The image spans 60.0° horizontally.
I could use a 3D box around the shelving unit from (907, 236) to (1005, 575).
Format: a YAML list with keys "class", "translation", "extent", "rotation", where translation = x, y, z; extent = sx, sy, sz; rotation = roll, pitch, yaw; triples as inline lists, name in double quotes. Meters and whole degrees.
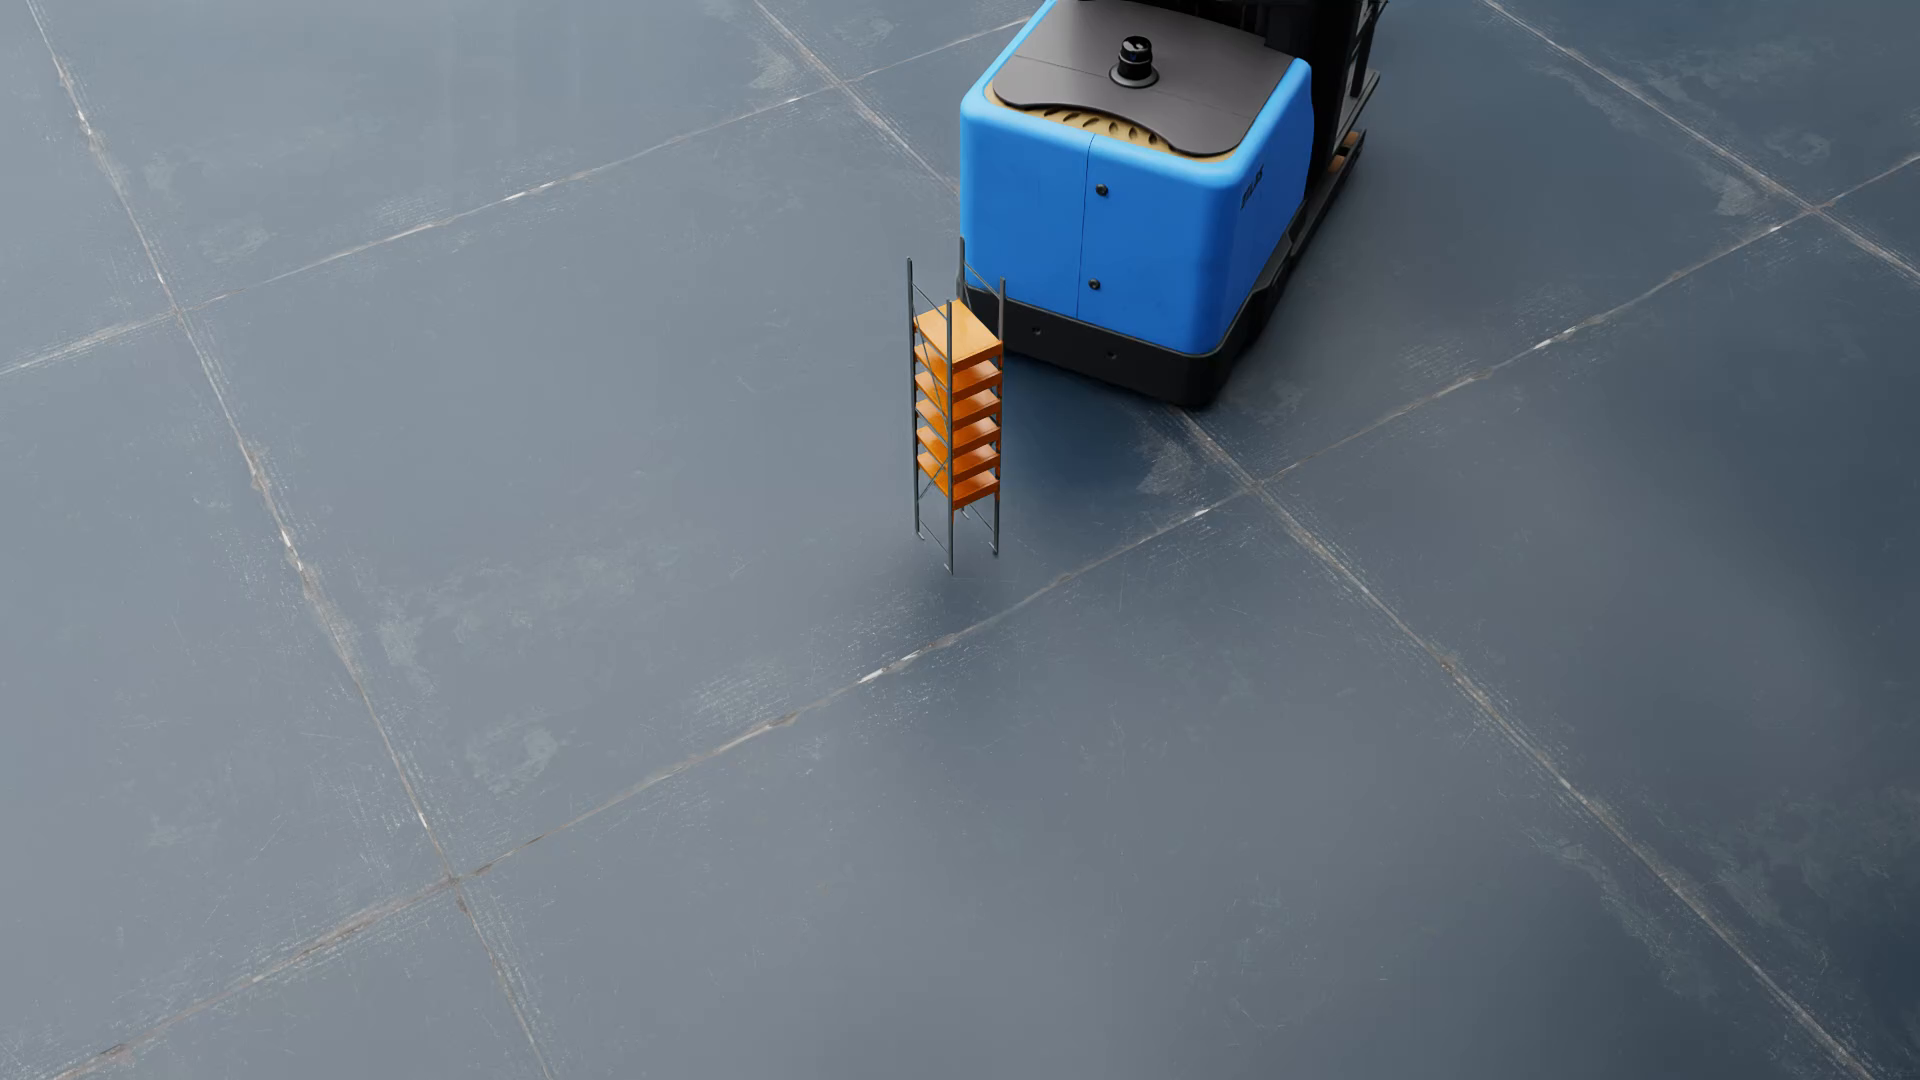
- class: "shelving unit"
  translation: [-0.012, -0.393, 5.297]
  extent: [0.189, 1.200, 0.258]
  rotation: [-25, 53, -21]

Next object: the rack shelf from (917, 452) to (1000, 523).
- class: "rack shelf"
  translation: [-0.012, -0.204, 5.509]
  extent: [0.180, 0.103, 0.258]
  rotation: [-25, 53, -21]

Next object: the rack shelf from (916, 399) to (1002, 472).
- class: "rack shelf"
  translation: [-0.012, -0.364, 5.330]
  extent: [0.180, 0.103, 0.258]
  rotation: [-25, 53, -21]

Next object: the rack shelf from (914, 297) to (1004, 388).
- class: "rack shelf"
  translation: [-0.012, -0.603, 5.061]
  extent: [0.180, 0.103, 0.258]
  rotation: [-25, 53, -21]

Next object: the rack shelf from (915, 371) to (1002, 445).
- class: "rack shelf"
  translation: [-0.012, -0.444, 5.240]
  extent: [0.180, 0.103, 0.258]
  rotation: [-25, 53, -21]

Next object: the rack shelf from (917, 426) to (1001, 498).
- class: "rack shelf"
  translation: [-0.012, -0.284, 5.420]
  extent: [0.180, 0.103, 0.258]
  rotation: [-25, 53, -21]

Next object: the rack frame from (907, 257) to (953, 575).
- class: "rack frame"
  translation: [-0.090, -0.357, 5.264]
  extent: [0.006, 1.200, 0.240]
  rotation: [-25, 53, -21]

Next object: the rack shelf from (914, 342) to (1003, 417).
- class: "rack shelf"
  translation: [-0.012, -0.523, 5.151]
  extent: [0.180, 0.103, 0.258]
  rotation: [-25, 53, -21]

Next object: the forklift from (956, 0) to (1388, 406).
- class: "forklift"
  translation: [1.087, -2.577, 6.083]
  extent: [1.130, 2.935, 3.031]
  rotation: [20, 51, 17]

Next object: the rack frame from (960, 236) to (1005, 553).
- class: "rack frame"
  translation: [0.065, -0.430, 5.329]
  extent: [0.006, 1.200, 0.240]
  rotation: [-25, 53, -21]
